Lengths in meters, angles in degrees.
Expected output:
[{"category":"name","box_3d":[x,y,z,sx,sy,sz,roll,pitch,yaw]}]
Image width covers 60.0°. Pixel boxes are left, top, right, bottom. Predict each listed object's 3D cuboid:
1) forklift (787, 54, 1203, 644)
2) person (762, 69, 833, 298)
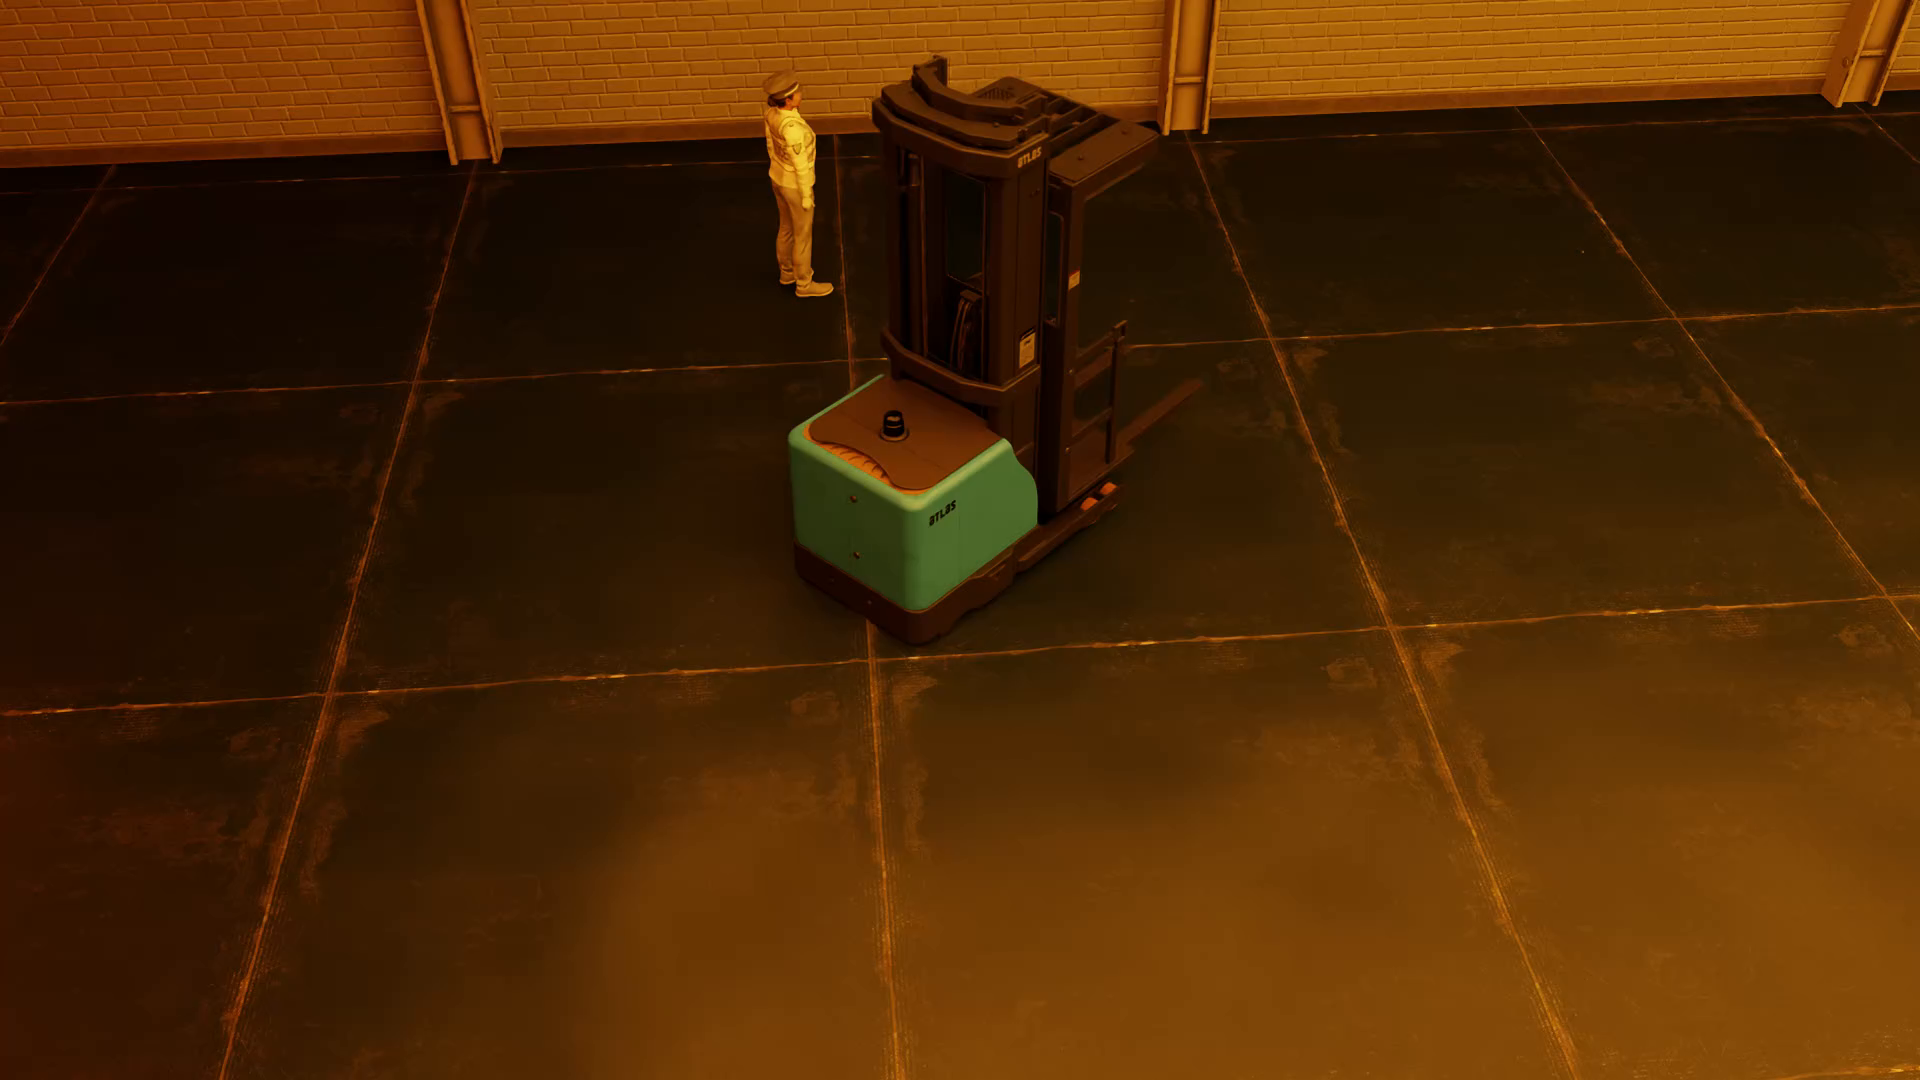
[{"category":"forklift","box_3d":[0.373,-1.408,9.584,1.130,2.935,3.031,30,49,30]},{"category":"person","box_3d":[-1.181,-2.545,11.872,0.341,1.693,0.461,-22,45,-24]}]
